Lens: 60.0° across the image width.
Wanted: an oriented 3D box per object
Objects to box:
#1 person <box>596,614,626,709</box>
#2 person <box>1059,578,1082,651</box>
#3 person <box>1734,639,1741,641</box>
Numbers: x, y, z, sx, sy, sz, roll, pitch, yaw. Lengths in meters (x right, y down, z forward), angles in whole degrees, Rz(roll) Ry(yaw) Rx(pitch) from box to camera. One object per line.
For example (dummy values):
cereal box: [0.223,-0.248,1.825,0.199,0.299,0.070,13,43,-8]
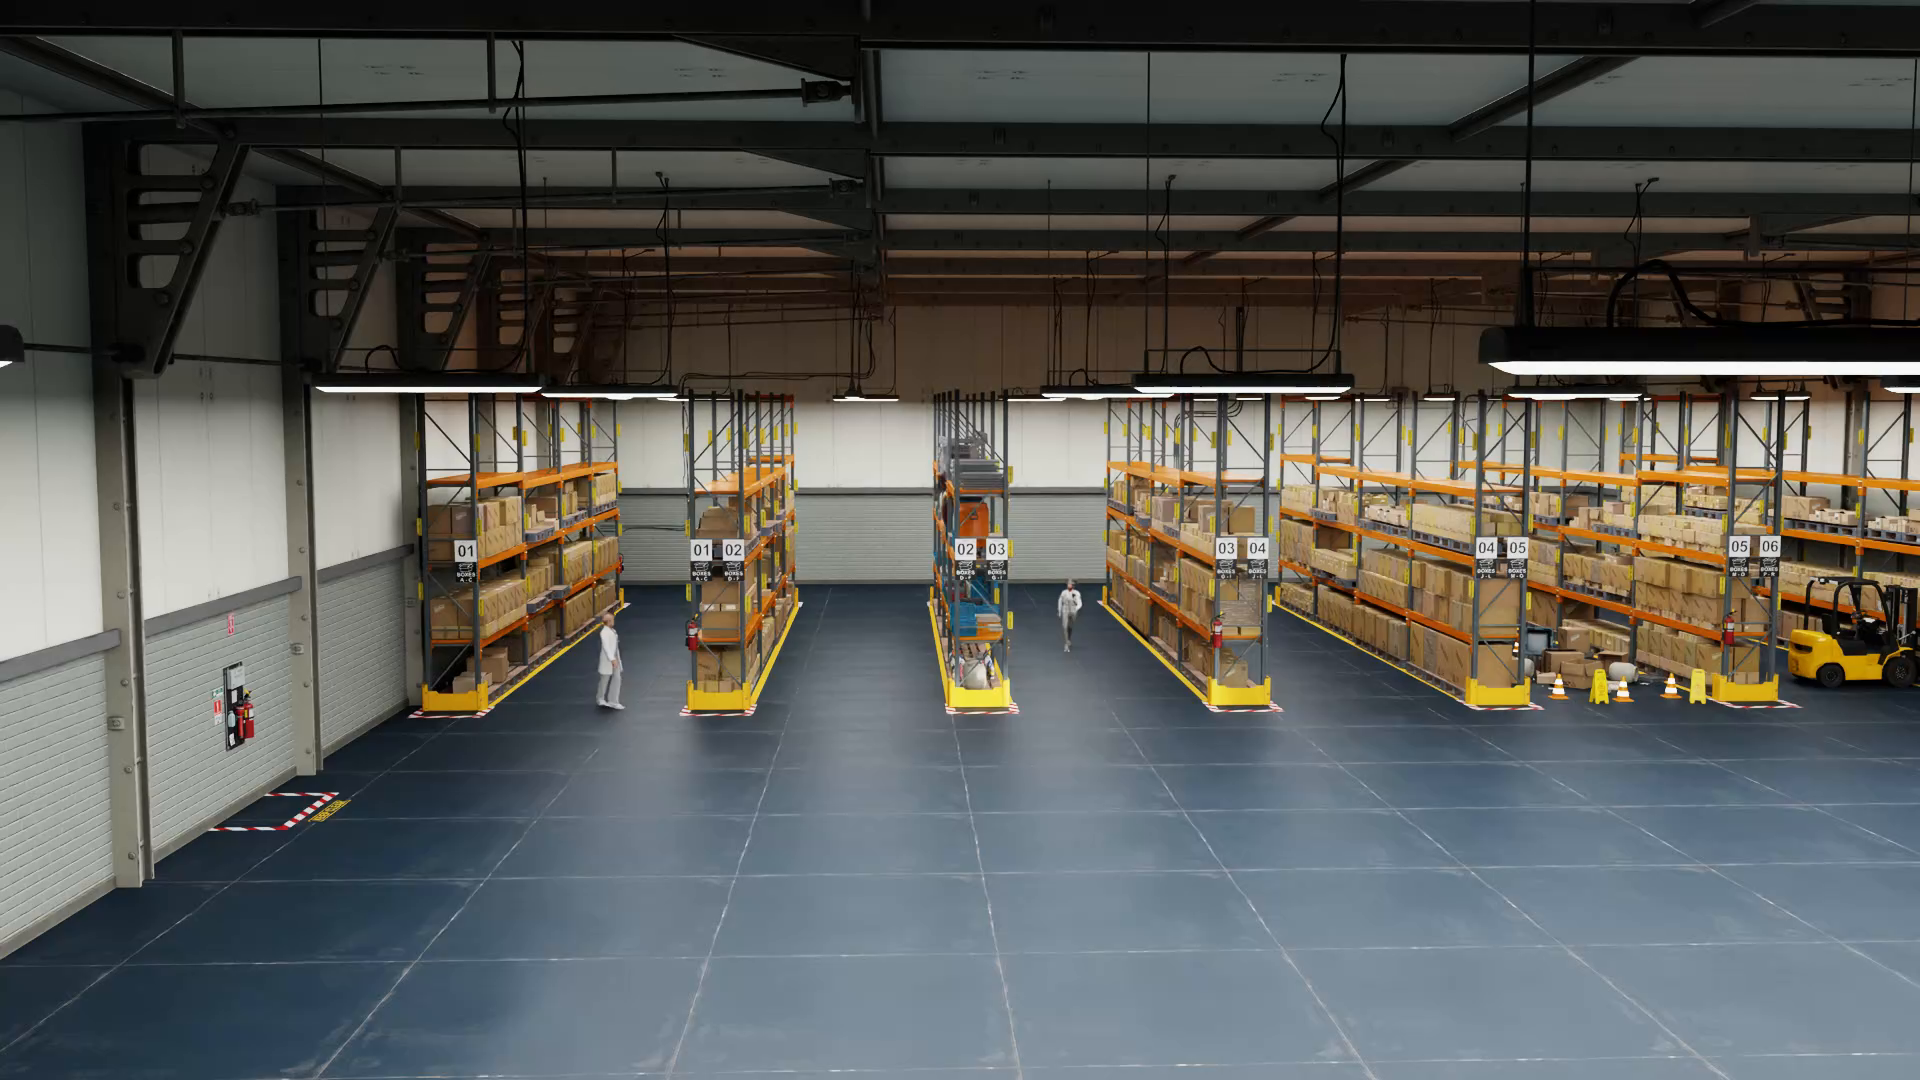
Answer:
person: [-6.625,2.299,31.390,0.743,1.801,0.559,3,5,29]
person: [2.590,1.728,39.026,0.515,1.680,0.948,0,5,-2]
person: [17.026,1.857,36.575,0.605,1.780,0.604,4,6,40]
